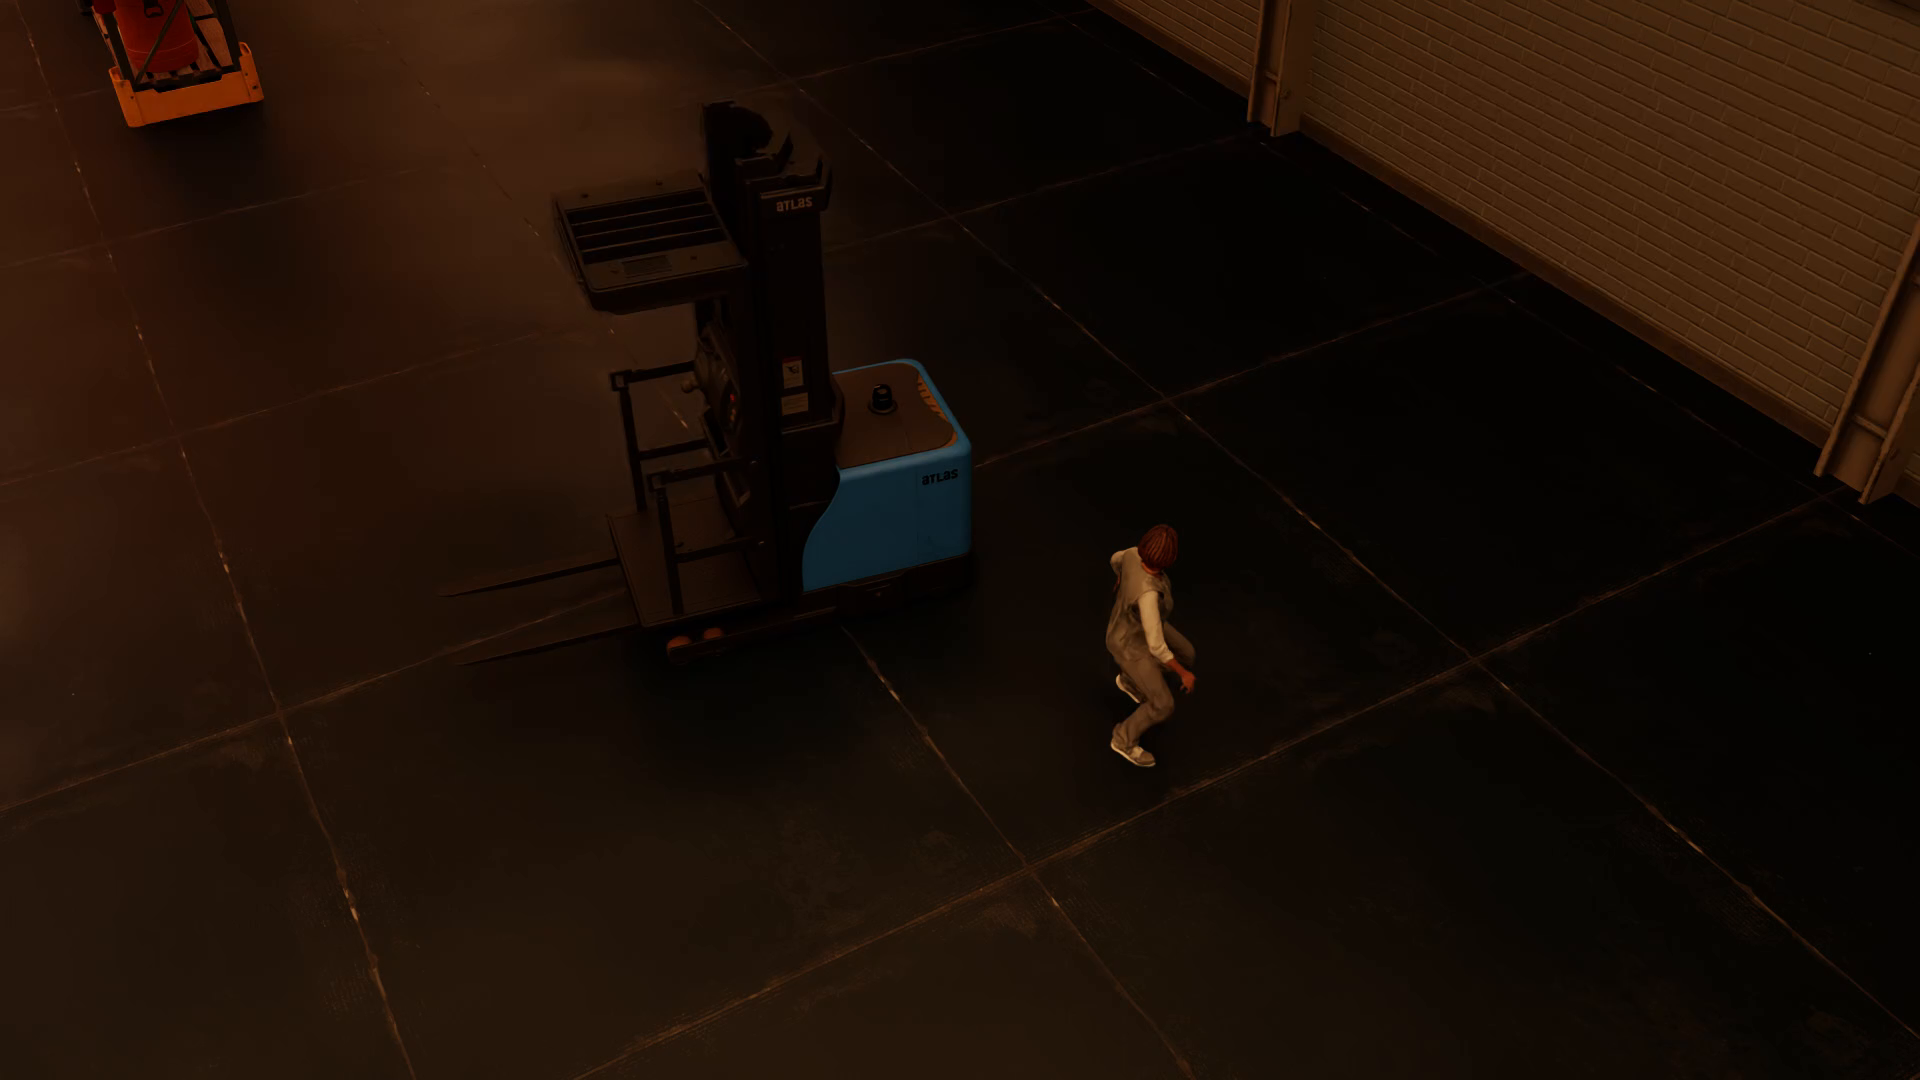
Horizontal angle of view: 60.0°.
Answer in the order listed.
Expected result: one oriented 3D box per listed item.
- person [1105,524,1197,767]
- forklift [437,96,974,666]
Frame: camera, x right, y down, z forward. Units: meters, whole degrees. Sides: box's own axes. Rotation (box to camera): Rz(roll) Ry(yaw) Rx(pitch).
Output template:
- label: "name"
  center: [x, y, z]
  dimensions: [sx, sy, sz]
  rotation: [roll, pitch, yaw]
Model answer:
- label: "person"
  center: [0.981, 0.501, 8.568]
  dimensions: [0.529, 1.504, 0.695]
  rotation: [9, 40, 10]
- label: "forklift"
  center: [-1.492, -0.799, 9.000]
  dimensions: [3.031, 2.935, 1.130]
  rotation: [-13, 41, -15]
